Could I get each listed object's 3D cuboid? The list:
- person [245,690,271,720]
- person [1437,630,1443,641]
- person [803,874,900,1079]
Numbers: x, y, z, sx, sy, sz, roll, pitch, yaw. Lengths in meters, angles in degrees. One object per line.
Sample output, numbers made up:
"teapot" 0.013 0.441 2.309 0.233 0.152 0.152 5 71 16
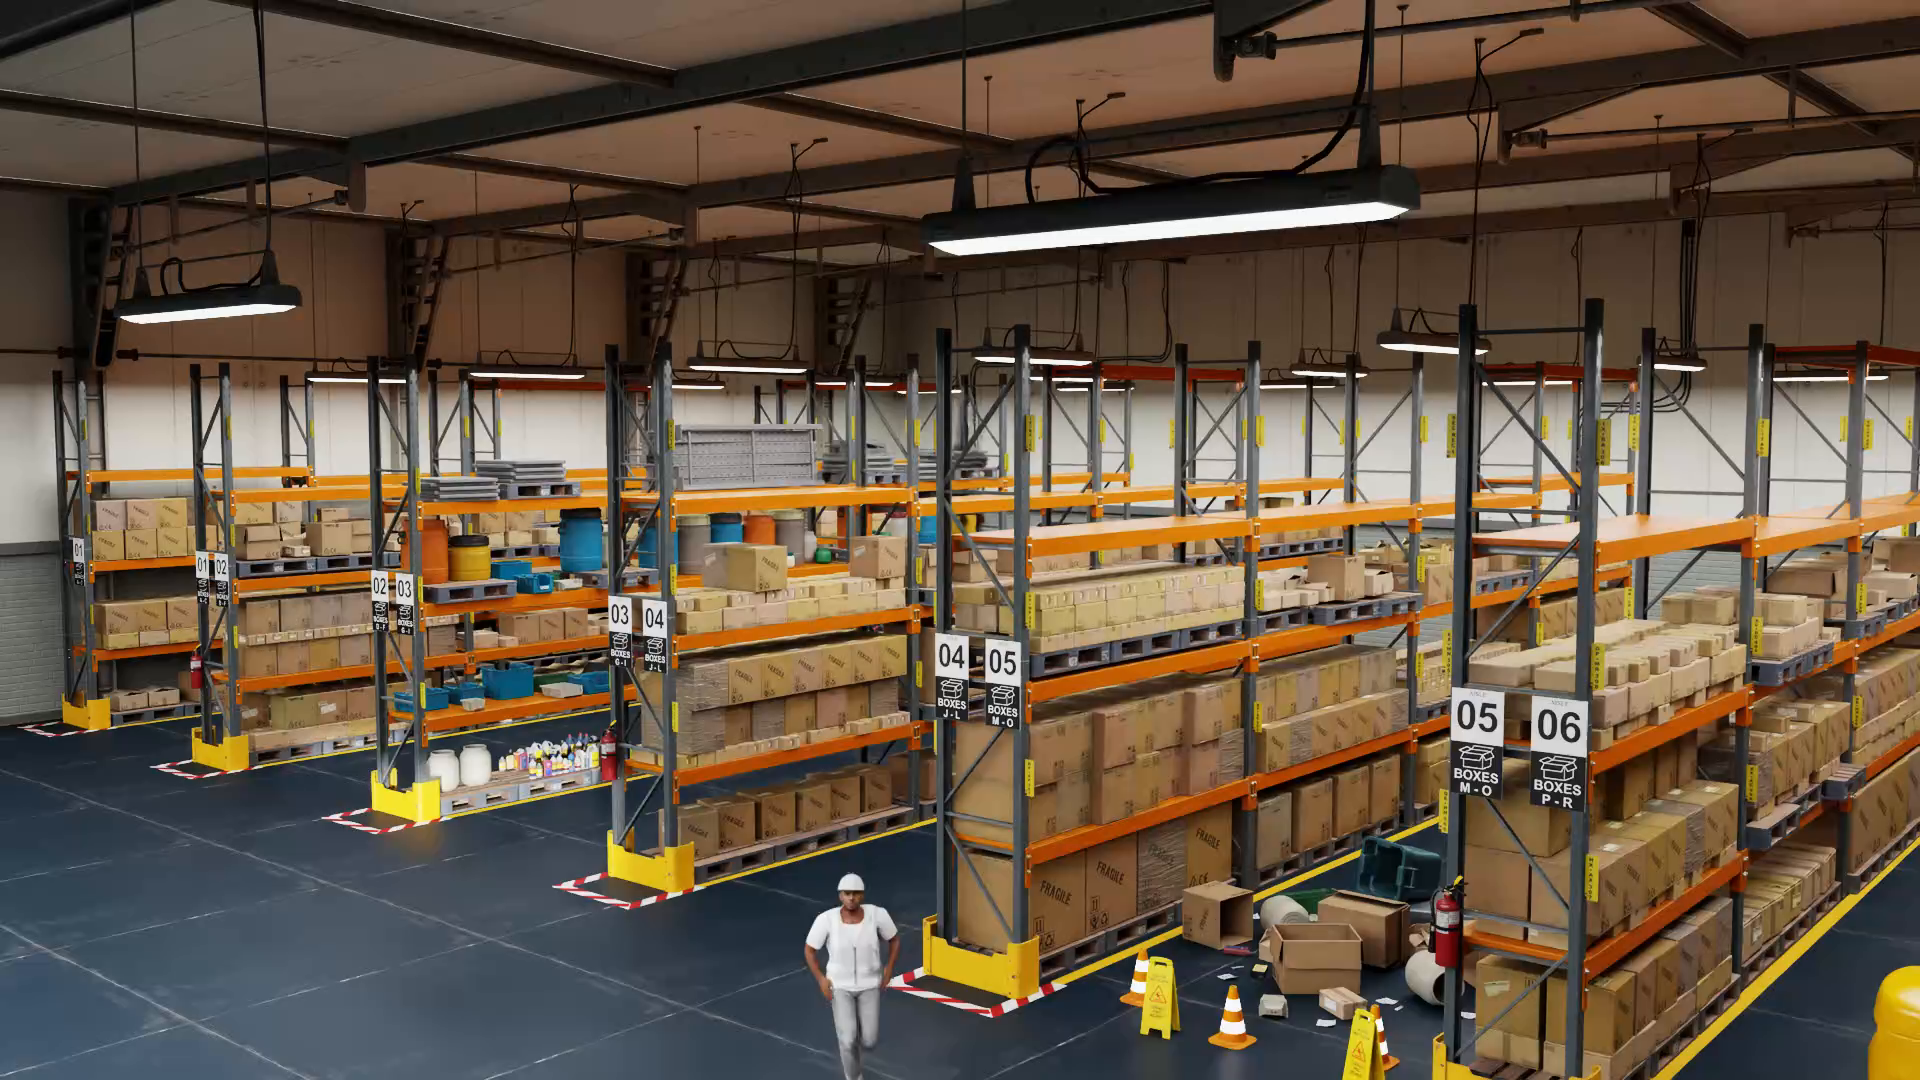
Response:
"person" -11.424 2.366 26.925 0.592 1.599 0.927 3 5 36
"person" 7.910 2.339 27.169 0.767 1.738 0.742 -3 5 -39
"person" -0.820 3.395 12.741 0.746 1.725 0.586 -1 4 -10
